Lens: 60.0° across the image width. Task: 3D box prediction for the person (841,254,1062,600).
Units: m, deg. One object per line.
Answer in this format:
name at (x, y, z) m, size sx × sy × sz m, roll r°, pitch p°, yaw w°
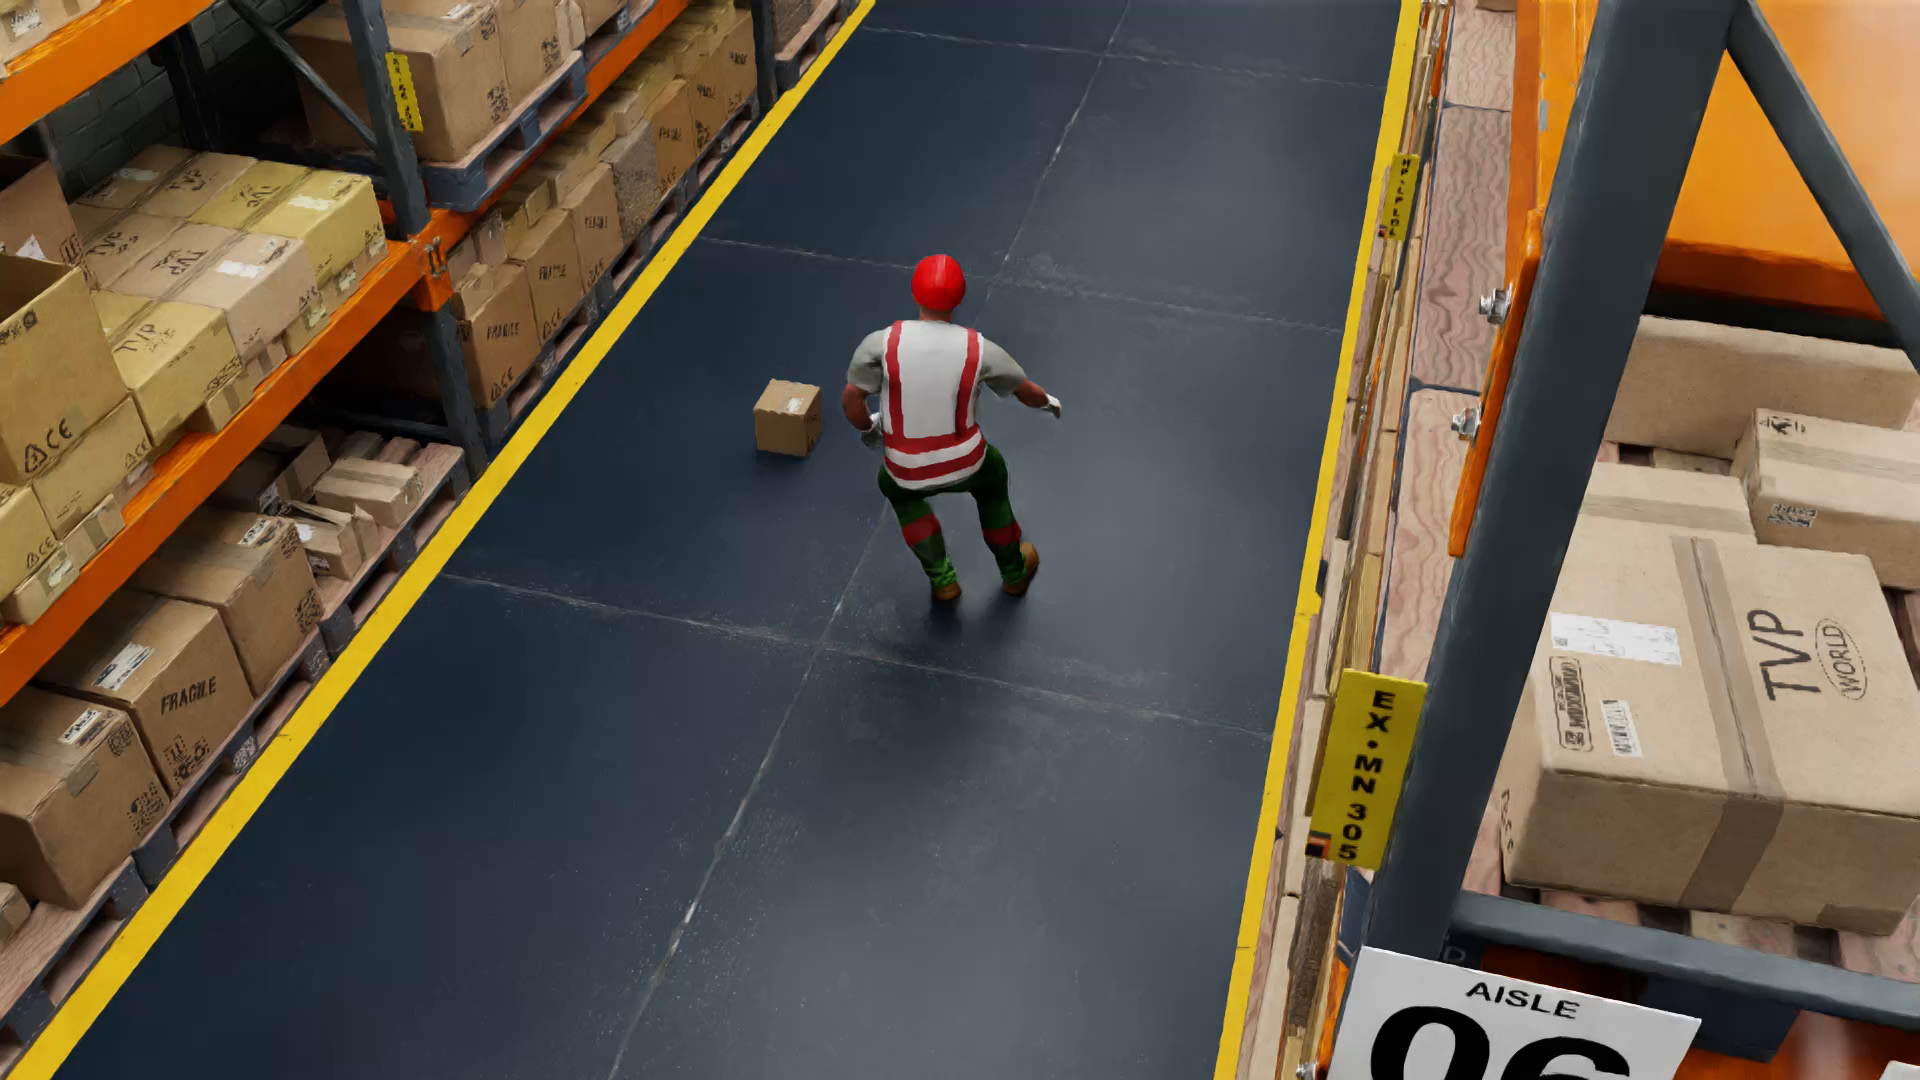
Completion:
person at (-0.014, -0.399, 6.696) m, size 0.923 × 1.679 × 0.496 m, roll -6°, pitch 41°, yaw -7°
